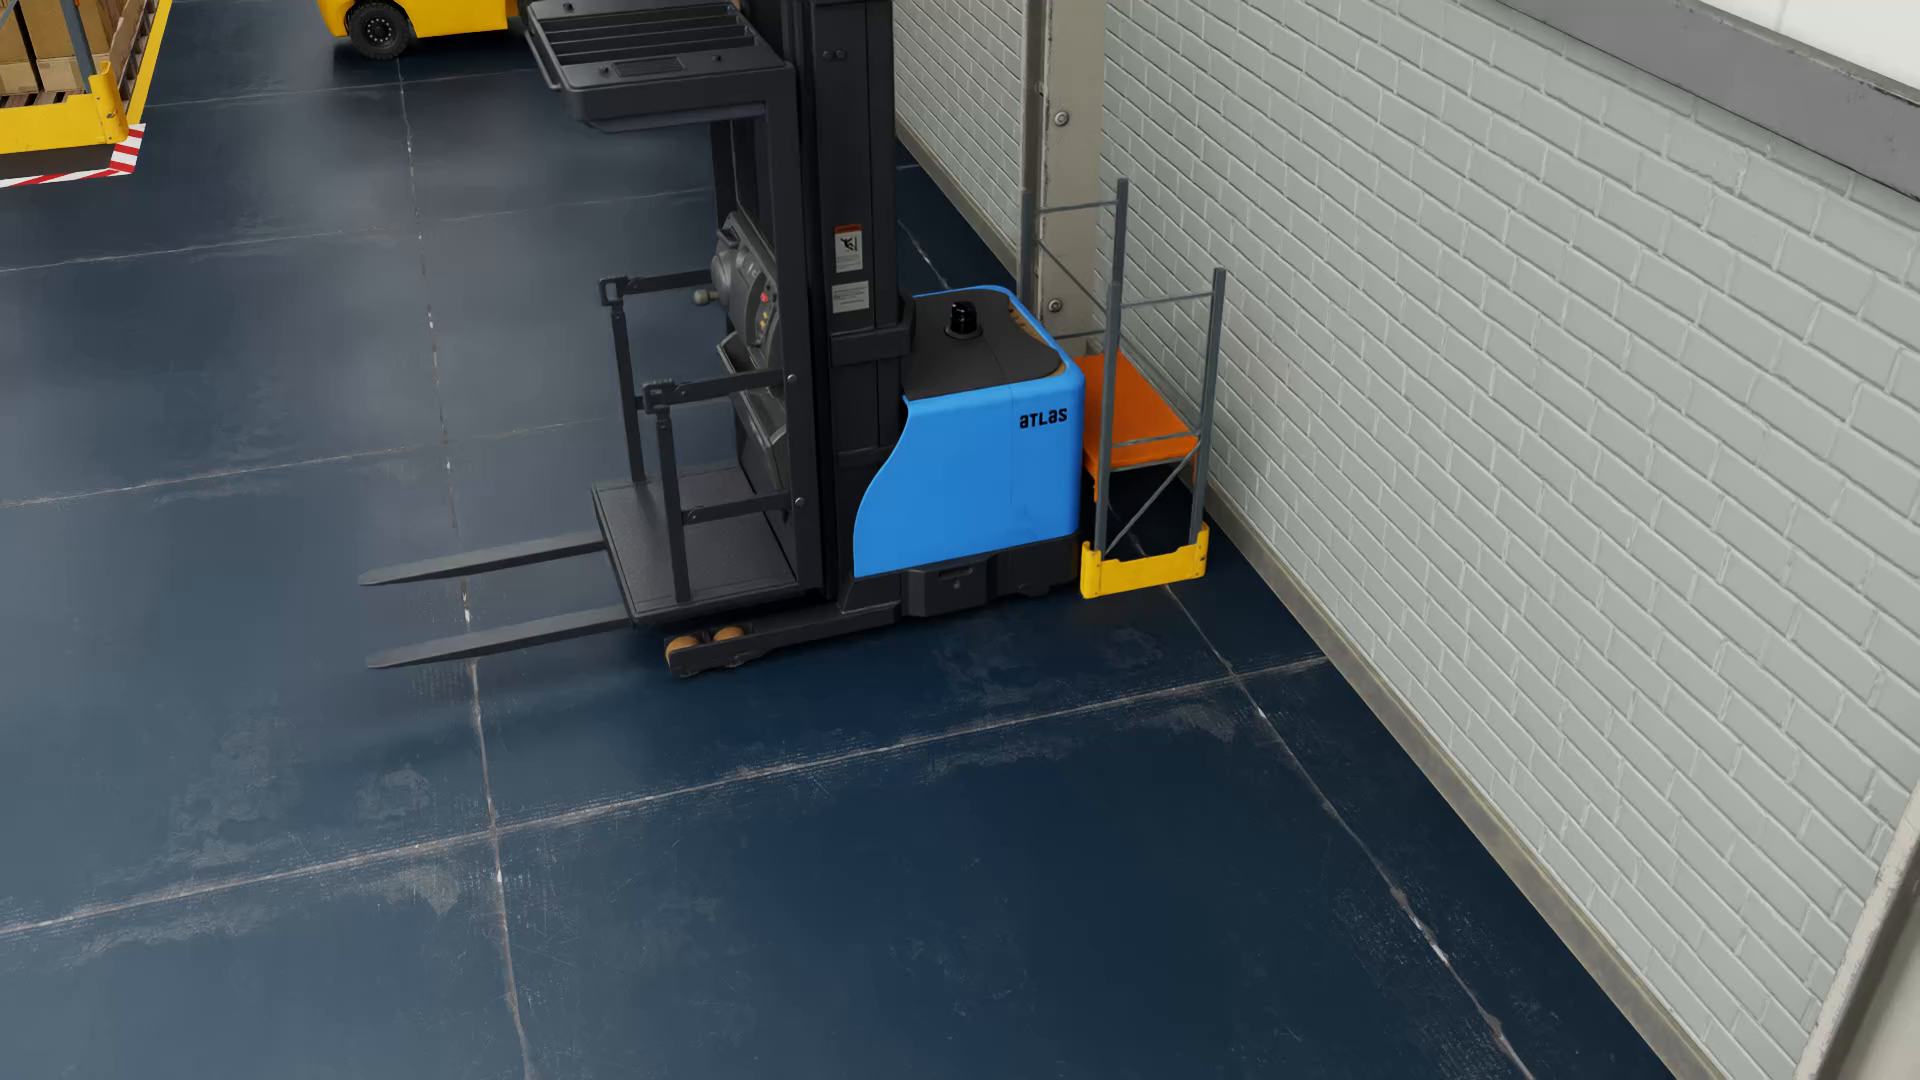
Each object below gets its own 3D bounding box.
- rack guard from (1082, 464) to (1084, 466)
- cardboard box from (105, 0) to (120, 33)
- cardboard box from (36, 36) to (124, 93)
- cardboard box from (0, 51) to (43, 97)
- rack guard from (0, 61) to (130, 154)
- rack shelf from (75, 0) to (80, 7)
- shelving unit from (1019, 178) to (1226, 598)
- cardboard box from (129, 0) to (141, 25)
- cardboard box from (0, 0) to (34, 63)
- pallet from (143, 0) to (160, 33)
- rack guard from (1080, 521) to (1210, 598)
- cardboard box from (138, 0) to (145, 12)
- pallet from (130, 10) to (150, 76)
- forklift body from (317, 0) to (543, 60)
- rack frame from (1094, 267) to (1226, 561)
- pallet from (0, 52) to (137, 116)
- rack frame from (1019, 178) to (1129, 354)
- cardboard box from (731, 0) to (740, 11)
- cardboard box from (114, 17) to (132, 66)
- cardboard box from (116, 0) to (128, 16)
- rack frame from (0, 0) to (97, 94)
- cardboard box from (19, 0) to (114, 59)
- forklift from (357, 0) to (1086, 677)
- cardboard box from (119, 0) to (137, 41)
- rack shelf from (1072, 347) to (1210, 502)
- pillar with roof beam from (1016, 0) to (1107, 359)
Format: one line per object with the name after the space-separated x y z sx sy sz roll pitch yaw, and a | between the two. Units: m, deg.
0.517 -0.437 8.184 0.587 0.250 0.087 -10 35 -15 | rack guard
-6.835 -4.207 12.829 0.500 0.500 0.500 -11 35 -17 | cardboard box
-6.663 -3.608 12.603 0.500 0.250 0.500 -10 35 -15 | cardboard box
-7.190 -3.530 12.484 0.500 0.250 0.500 -10 35 -15 | cardboard box
-6.704 -3.107 11.999 1.175 0.500 0.348 -10 35 -15 | rack guard
-7.290 -4.860 13.037 1.077 0.370 4.000 -10 35 -15 | rack shelf
0.669 -0.697 7.444 0.587 1.500 1.083 -10 35 -15 | shelving unit
-7.142 -4.427 13.843 0.500 0.250 0.500 -9 35 -14 | cardboard box
-7.173 -3.828 12.255 0.500 0.500 0.500 -10 35 -14 | cardboard box
-7.662 -4.700 14.672 1.003 0.211 1.213 -10 35 -15 | pallet
0.821 0.086 7.393 0.587 0.250 0.087 -10 35 -15 | rack guard
-7.292 -4.695 14.248 0.500 0.250 0.500 -11 35 -16 | cardboard box
-7.286 -4.059 13.700 1.003 0.211 1.213 -10 35 -15 | pallet
-4.270 -5.281 13.792 2.313 2.155 1.214 -10 35 -15 | forklift body
0.827 -0.425 7.033 0.500 1.500 0.032 -10 35 -15 | rack frame
-6.918 -3.419 12.733 1.003 0.211 1.213 -10 35 -15 | pallet
0.516 -0.959 7.841 0.500 1.500 0.032 -10 35 -15 | rack frame
-1.900 -4.465 13.446 0.500 0.250 0.500 -9 35 -14 | cardboard box
-6.812 -3.877 13.010 0.500 0.250 0.500 -9 34 -13 | cardboard box
-6.980 -4.472 13.230 0.500 0.500 0.500 -9 35 -14 | cardboard box
-6.680 -4.110 11.249 1.000 3.000 0.127 -10 35 -15 | rack frame
-6.671 -3.933 12.415 0.500 0.500 0.500 -11 35 -16 | cardboard box
-1.037 -0.985 6.583 3.031 2.935 1.130 -11 35 -16 | forklift
-6.990 -4.162 13.441 0.500 0.250 0.500 -8 34 -12 | cardboard box
0.672 -0.542 7.536 0.538 0.185 1.000 -10 35 -15 | rack shelf
-3.578 -4.093 5.781 9.100 9.000 0.400 -10 35 -15 | pillar with roof beam
